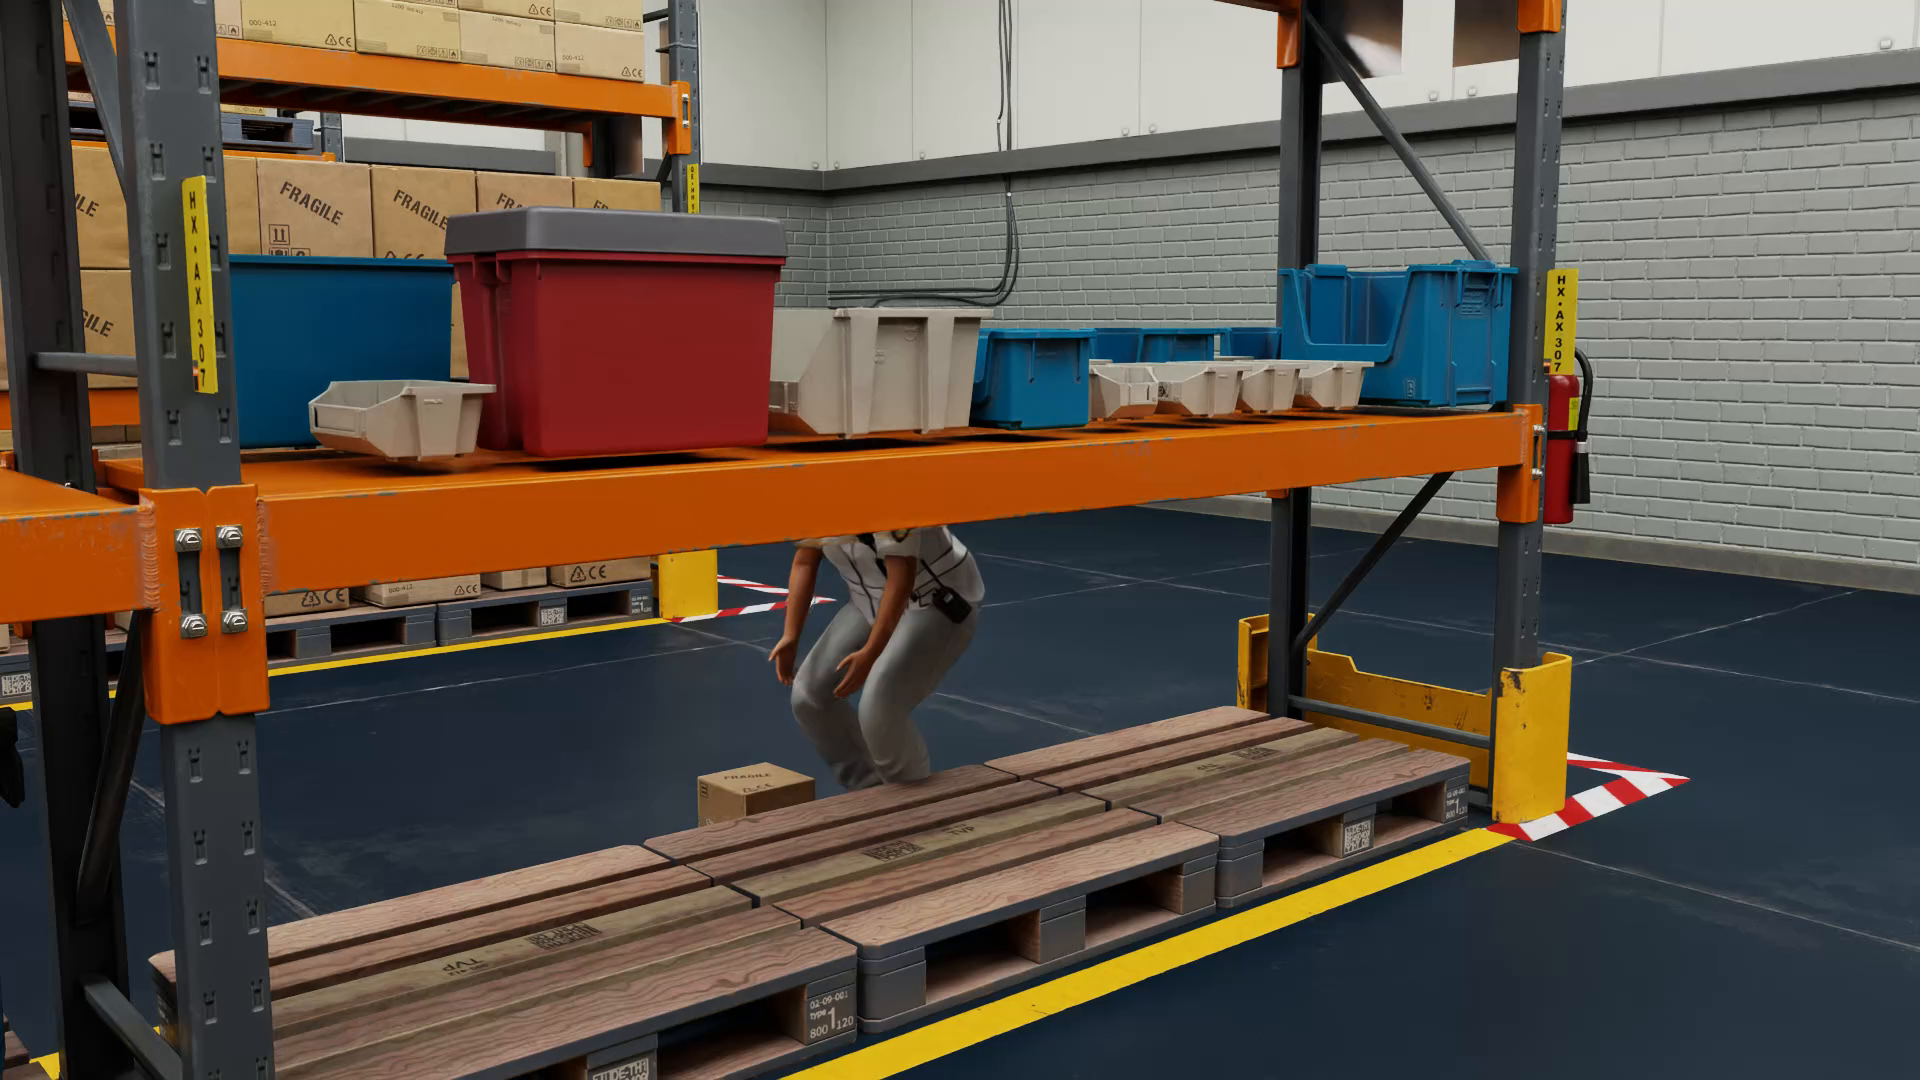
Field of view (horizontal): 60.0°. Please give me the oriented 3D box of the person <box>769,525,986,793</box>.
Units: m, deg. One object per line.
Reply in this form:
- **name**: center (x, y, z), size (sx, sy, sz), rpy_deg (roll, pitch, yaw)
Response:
- **person**: center (-0.265, 0.256, 5.079), size (0.722, 1.351, 0.535), rpy_deg (-7, 10, -41)
